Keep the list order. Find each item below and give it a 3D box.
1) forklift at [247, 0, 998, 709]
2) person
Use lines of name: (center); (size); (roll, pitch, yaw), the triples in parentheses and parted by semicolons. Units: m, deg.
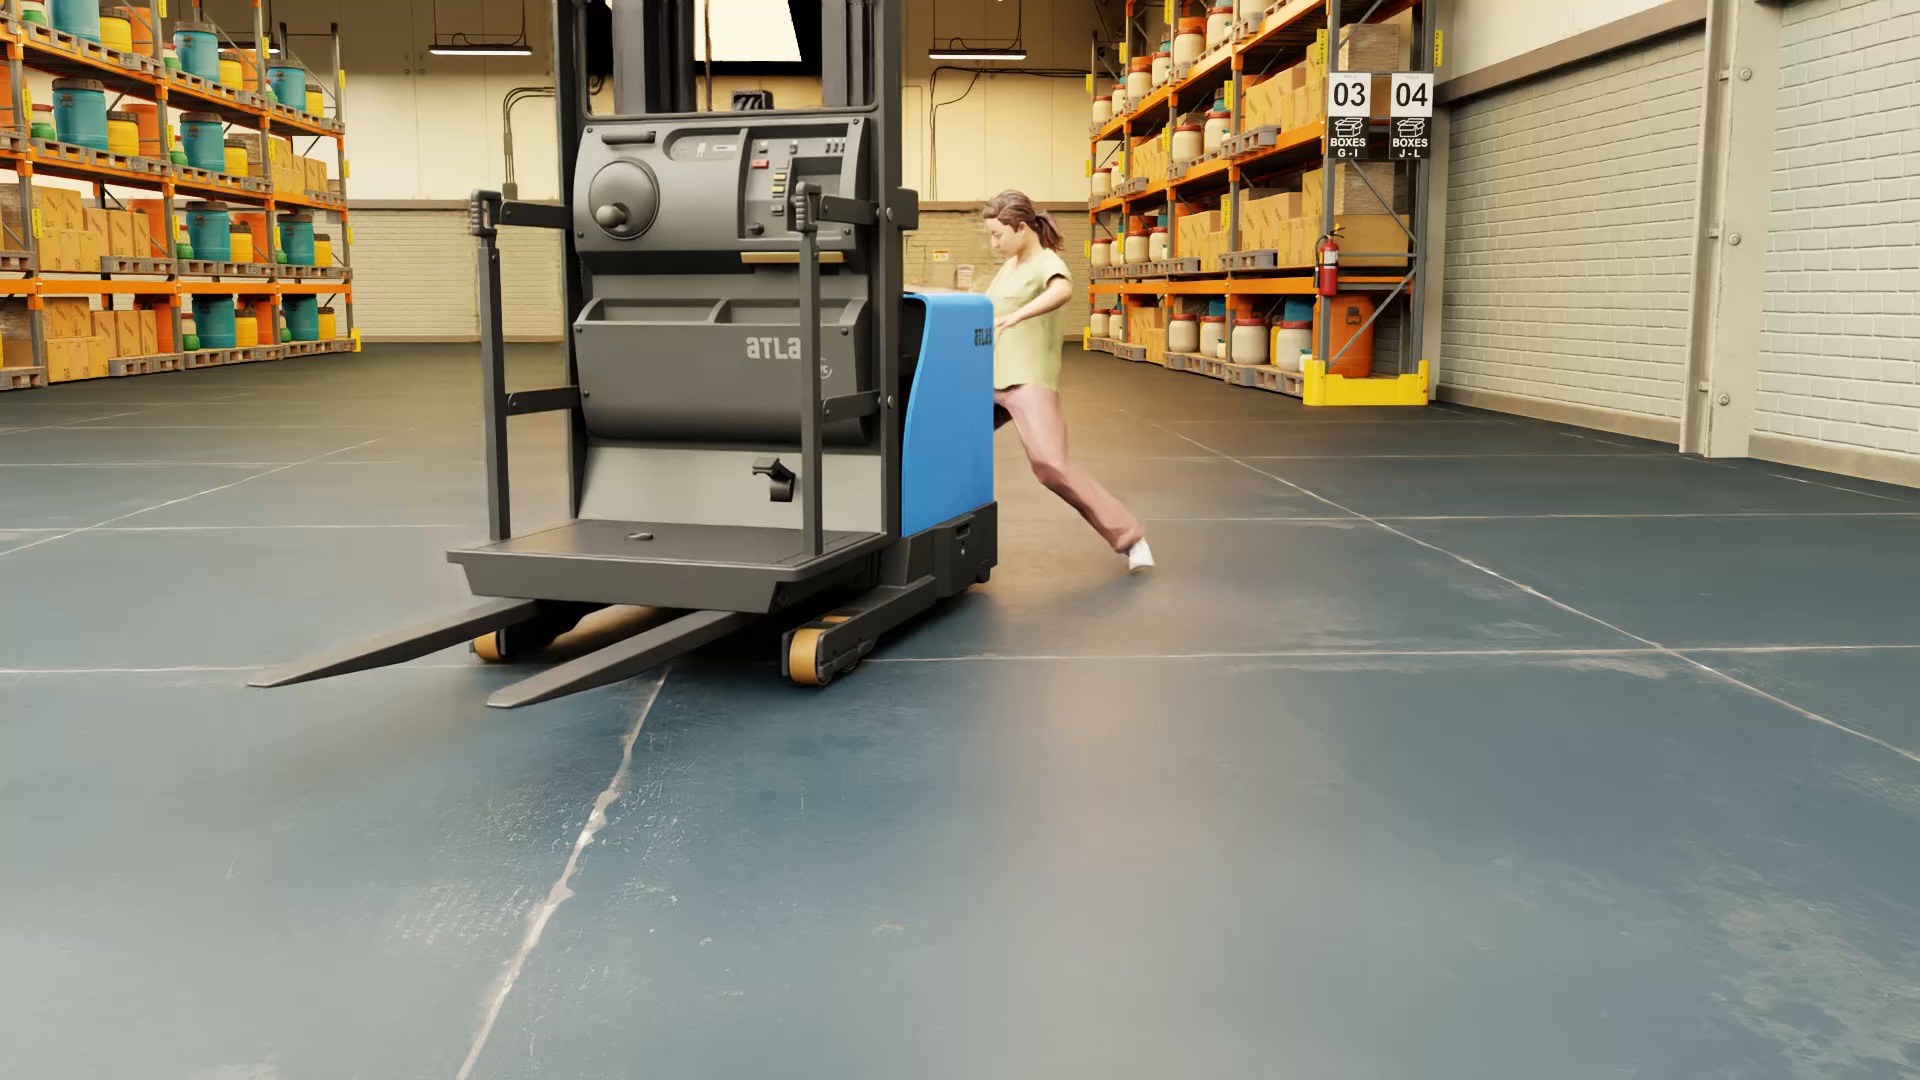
forklift: (-0.795, -1.110, 4.805); (1.130, 2.935, 3.031); (3, 9, 18)
person: (0.170, -0.654, 6.645); (0.902, 1.478, 1.201); (-4, 9, -25)
